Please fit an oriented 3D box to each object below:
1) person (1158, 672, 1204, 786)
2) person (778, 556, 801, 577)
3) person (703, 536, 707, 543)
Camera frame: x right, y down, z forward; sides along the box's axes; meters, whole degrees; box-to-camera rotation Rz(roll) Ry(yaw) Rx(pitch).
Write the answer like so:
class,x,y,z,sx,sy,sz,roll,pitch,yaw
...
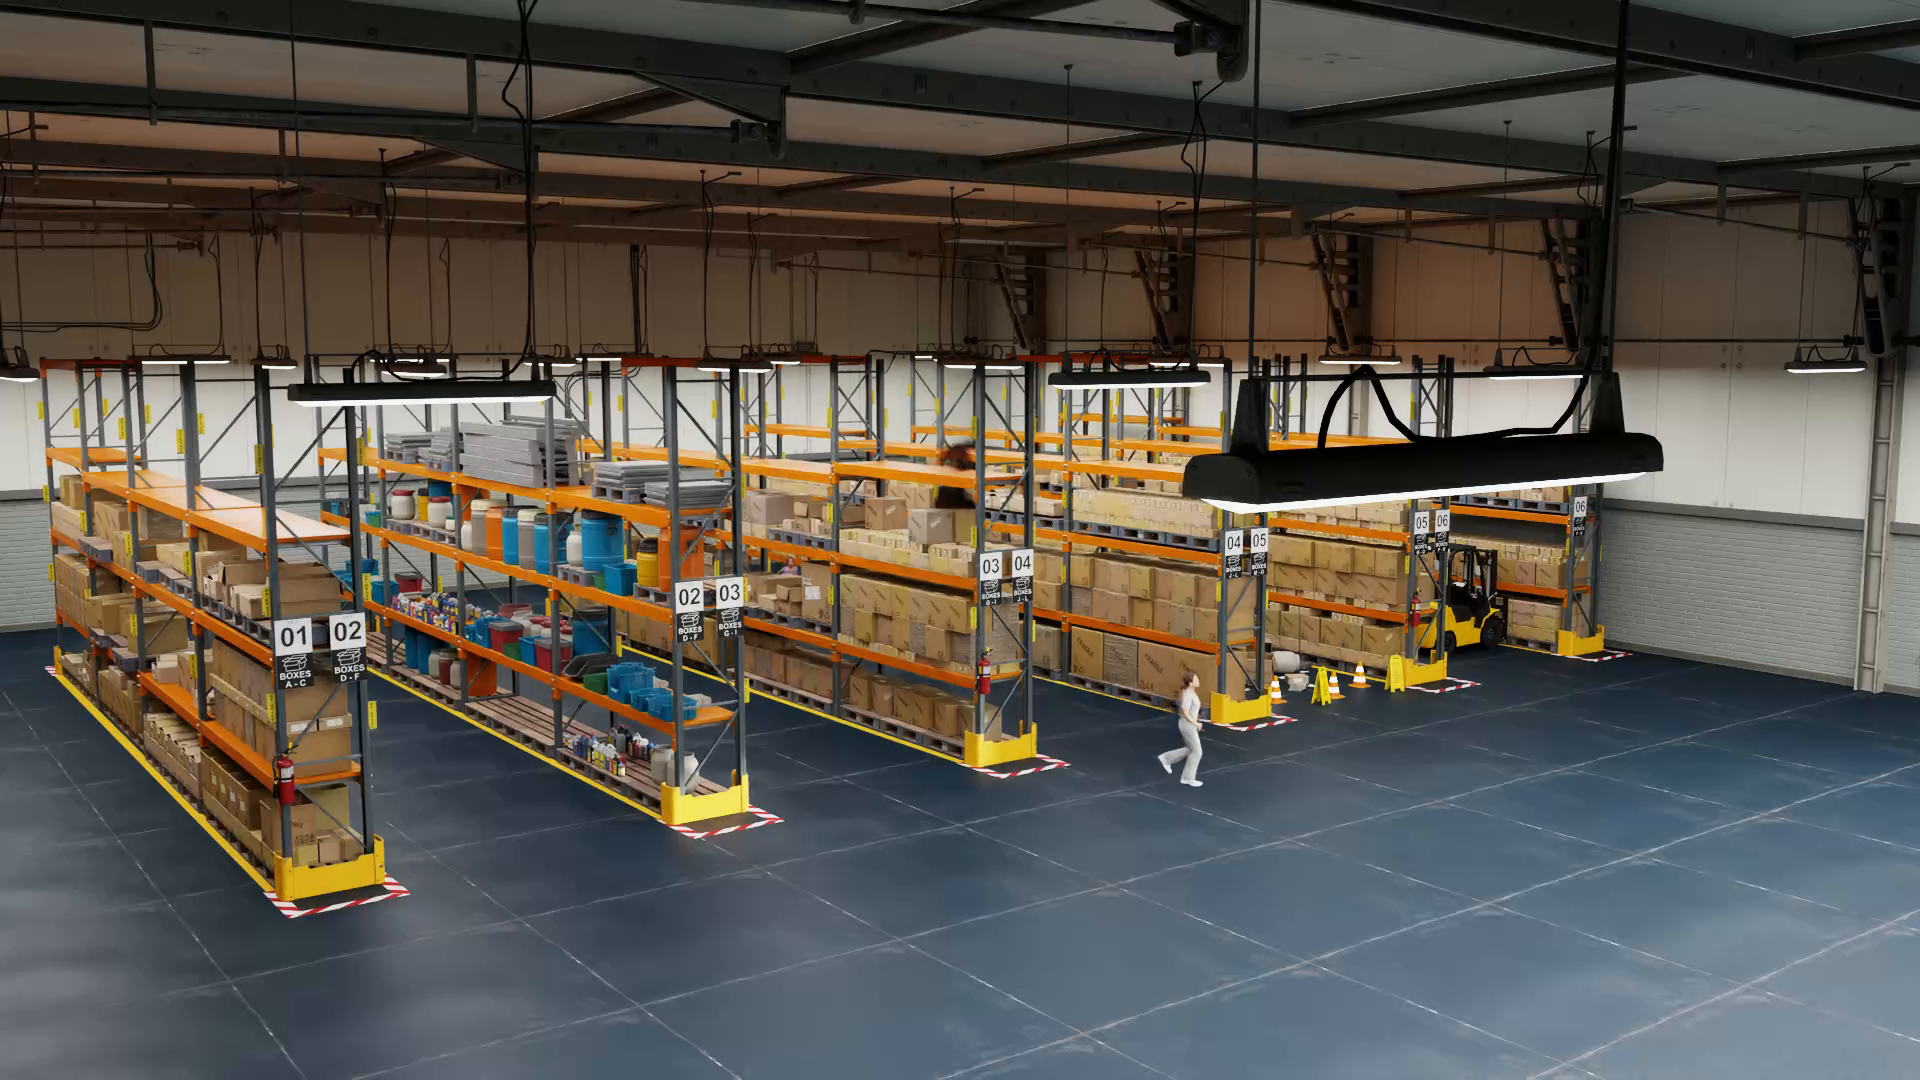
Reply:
class,x,y,z,sx,sy,sz,roll,pitch,yaw
person,3.154,2.684,23.734,0.638,1.653,0.572,1,7,6
person,-3.748,1.138,36.576,0.536,1.602,0.819,-5,8,-34
person,-6.197,0.715,39.593,0.764,1.749,0.868,0,7,1
